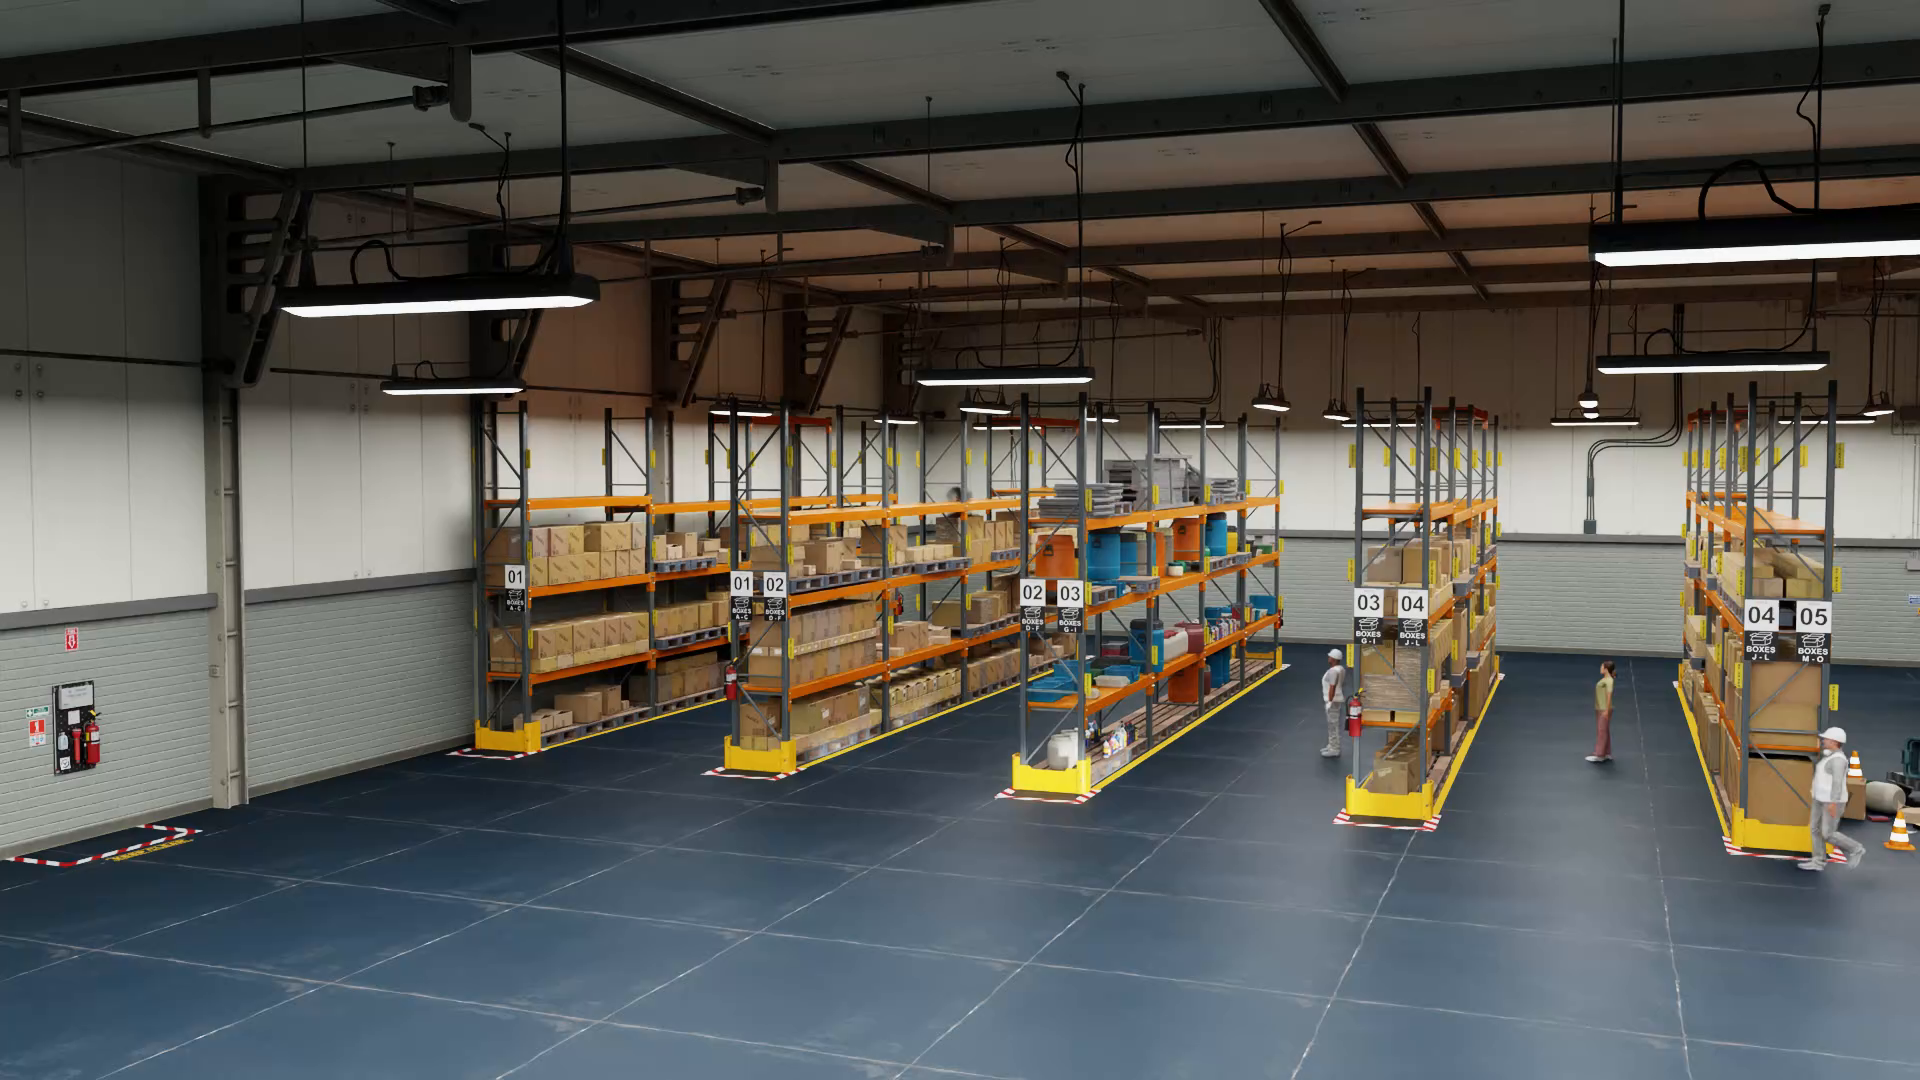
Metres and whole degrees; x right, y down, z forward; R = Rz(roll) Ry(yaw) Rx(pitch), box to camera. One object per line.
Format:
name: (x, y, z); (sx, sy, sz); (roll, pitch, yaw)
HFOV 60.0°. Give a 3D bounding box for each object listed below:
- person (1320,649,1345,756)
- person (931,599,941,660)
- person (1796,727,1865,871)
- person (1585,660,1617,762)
person: (6.305, 2.730, 28.099); (0.413, 1.790, 0.604); (0, 3, 7)
person: (-0.440, 2.254, 39.709); (0.498, 1.669, 0.506); (2, 3, 36)
person: (10.546, 3.138, 20.069); (0.678, 1.763, 0.530); (0, 3, -3)
person: (10.617, 2.830, 27.599); (0.551, 1.662, 0.442); (0, 3, -3)
